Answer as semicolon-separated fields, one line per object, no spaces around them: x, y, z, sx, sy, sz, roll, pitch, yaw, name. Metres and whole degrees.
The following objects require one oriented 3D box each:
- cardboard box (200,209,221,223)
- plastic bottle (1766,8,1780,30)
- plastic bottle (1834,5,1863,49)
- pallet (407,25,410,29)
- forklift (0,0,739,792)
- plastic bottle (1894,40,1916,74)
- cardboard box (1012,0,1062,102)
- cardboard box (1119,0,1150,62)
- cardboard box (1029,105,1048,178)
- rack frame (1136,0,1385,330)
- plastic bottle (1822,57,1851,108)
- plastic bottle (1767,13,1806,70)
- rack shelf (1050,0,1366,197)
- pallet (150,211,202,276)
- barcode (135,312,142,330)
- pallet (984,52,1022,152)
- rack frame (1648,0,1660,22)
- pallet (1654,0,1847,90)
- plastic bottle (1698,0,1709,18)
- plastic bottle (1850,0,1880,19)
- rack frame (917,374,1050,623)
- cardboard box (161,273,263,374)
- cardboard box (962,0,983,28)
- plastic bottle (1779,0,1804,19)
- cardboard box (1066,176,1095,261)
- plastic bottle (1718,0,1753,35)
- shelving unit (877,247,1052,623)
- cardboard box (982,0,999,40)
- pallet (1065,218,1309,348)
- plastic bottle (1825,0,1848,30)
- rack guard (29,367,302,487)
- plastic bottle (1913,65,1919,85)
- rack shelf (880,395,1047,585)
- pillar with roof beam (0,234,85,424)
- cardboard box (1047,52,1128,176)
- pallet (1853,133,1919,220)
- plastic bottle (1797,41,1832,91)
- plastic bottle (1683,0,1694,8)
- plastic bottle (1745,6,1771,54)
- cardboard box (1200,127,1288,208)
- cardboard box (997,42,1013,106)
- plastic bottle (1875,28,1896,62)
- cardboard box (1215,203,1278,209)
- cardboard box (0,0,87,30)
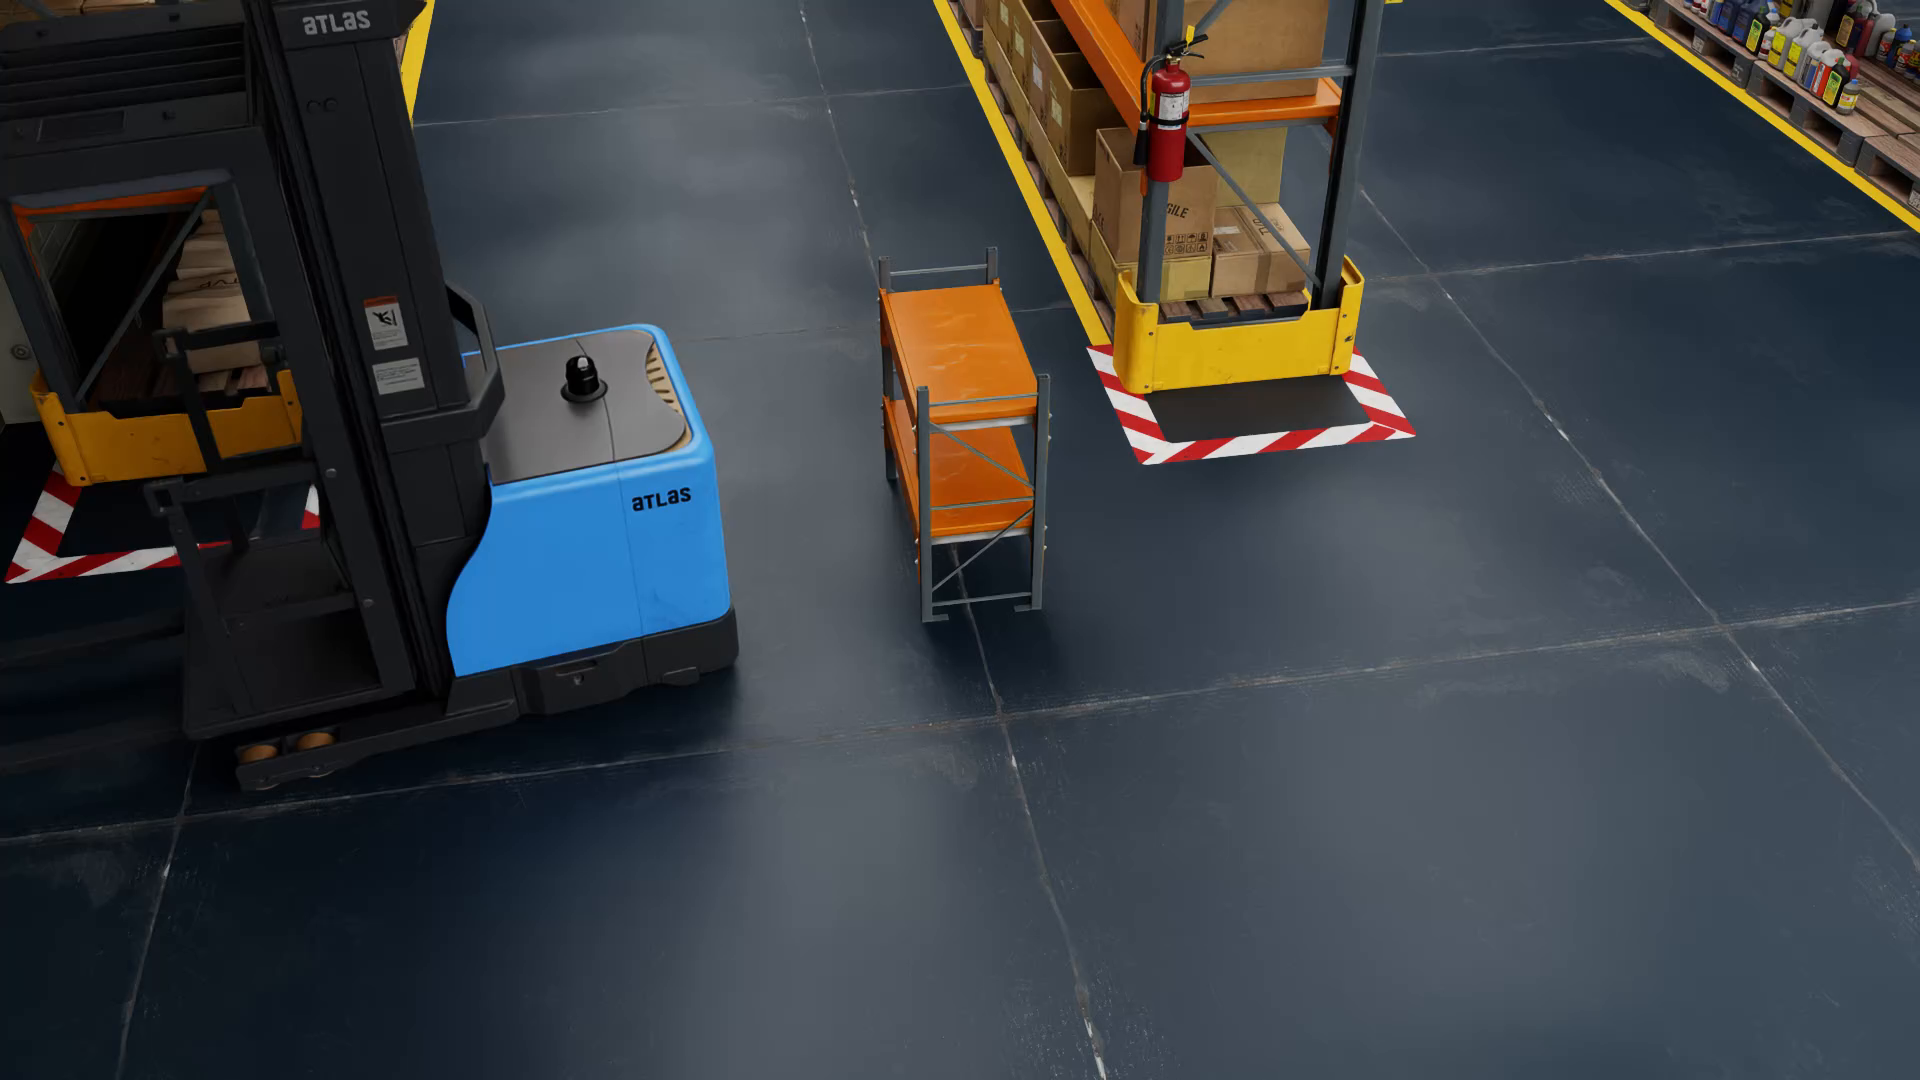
-3.728;-1.949;8.993;0.700;0.500;0.500;-9;39;-11;cardboard box
5.366;-3.389;11.033;0.097;0.271;0.097;0;38;0;plastic bottle
5.927;-3.429;11.075;0.061;0.283;0.133;-6;38;-8;plastic bottle
-4.572;-4.066;12.311;1.003;0.211;1.213;-6;38;-8;pallet
-2.445;-0.611;5.647;3.031;2.935;1.130;-12;39;-15;forklift
6.132;-3.133;10.759;0.097;0.201;0.097;0;38;0;plastic bottle
0.608;-2.952;9.892;0.500;0.500;0.500;-6;38;-8;cardboard box
1.195;-2.717;8.221;0.700;0.500;0.500;-5;38;-7;cardboard box
0.701;-2.354;9.734;0.500;0.250;0.500;-6;38;-8;cardboard box
1.361;-2.077;7.479;1.000;3.000;0.127;-6;38;-8;rack frame
5.446;-2.840;10.316;0.061;0.283;0.133;-5;38;-7;plastic bottle
5.377;-3.249;10.787;0.144;0.351;0.185;-7;38;-8;plastic bottle
1.010;-3.001;9.255;1.077;0.370;4.000;-6;38;-8;rack shelf
-3.847;-1.717;9.288;1.003;0.211;1.213;-6;38;-8;pallet
-3.945;-1.053;7.987;0.001;0.075;0.075;-6;38;-8;barcode
0.758;-2.907;10.820;1.003;0.211;1.213;-6;38;-8;pallet
5.537;-5.024;11.272;1.000;3.000;0.127;-6;38;-8;rack frame
5.614;-3.513;11.599;1.003;0.211;1.213;-6;38;-8;pallet
5.197;-3.730;11.529;0.097;0.201;0.097;0;38;0;plastic bottle
6.024;-3.483;11.088;0.144;0.351;0.185;-6;38;-8;plastic bottle
0.088;-0.141;6.515;0.500;1.125;0.032;-6;38;-8;rack frame
-3.548;-1.082;8.031;0.500;0.311;0.500;-10;39;-13;cardboard box
0.301;-3.793;11.586;0.500;0.250;0.500;-7;38;-8;cardboard box
5.792;-3.778;11.469;0.144;0.351;0.185;-6;38;-8;plastic bottle
0.876;-1.750;8.957;0.500;0.250;0.500;-6;38;-8;cardboard box
5.270;-3.619;11.264;0.144;0.351;0.185;-5;38;-7;plastic bottle
-0.001;-0.448;6.910;0.538;1.125;1.048;-6;38;-8;shelving unit
0.433;-3.556;10.670;0.500;0.500;0.500;-6;38;-8;cardboard box
1.185;-1.434;8.923;1.003;0.211;1.213;-6;38;-8;pallet
5.967;-3.678;11.339;0.144;0.351;0.185;-8;39;-10;plastic bottle
-3.529;-0.601;7.616;1.175;0.500;0.348;-6;38;-8;rack guard
6.167;-3.040;10.583;0.097;0.271;0.097;0;38;0;plastic bottle
-0.001;-0.255;7.060;0.538;0.278;1.000;-6;38;-8;rack shelf
-0.252;-4.704;5.970;9.100;9.000;0.400;-6;38;-8;pillar with roof beam
0.784;-2.348;9.115;0.500;0.500;0.500;-6;38;-8;cardboard box
6.041;-2.039;9.702;1.003;0.211;1.213;-6;38;-8;pallet
5.443;-3.007;10.537;0.152;0.276;0.135;-7;38;-9;plastic bottle
5.161;-3.881;11.665;0.097;0.271;0.097;0;38;0;plastic bottle
5.291;-3.375;11.004;0.061;0.283;0.133;-5;38;-6;plastic bottle
1.396;-2.103;8.800;0.500;0.500;0.500;-6;38;-8;cardboard box
0.525;-2.958;10.512;0.500;0.250;0.500;-6;38;-8;cardboard box
6.096;-3.257;10.919;0.097;0.201;0.097;0;38;0;plastic bottle
1.394;-1.807;9.030;0.500;0.250;0.500;-6;38;-8;cardboard box
-3.807;-2.049;6.937;0.500;0.500;0.500;-7;38;-8;cardboard box
